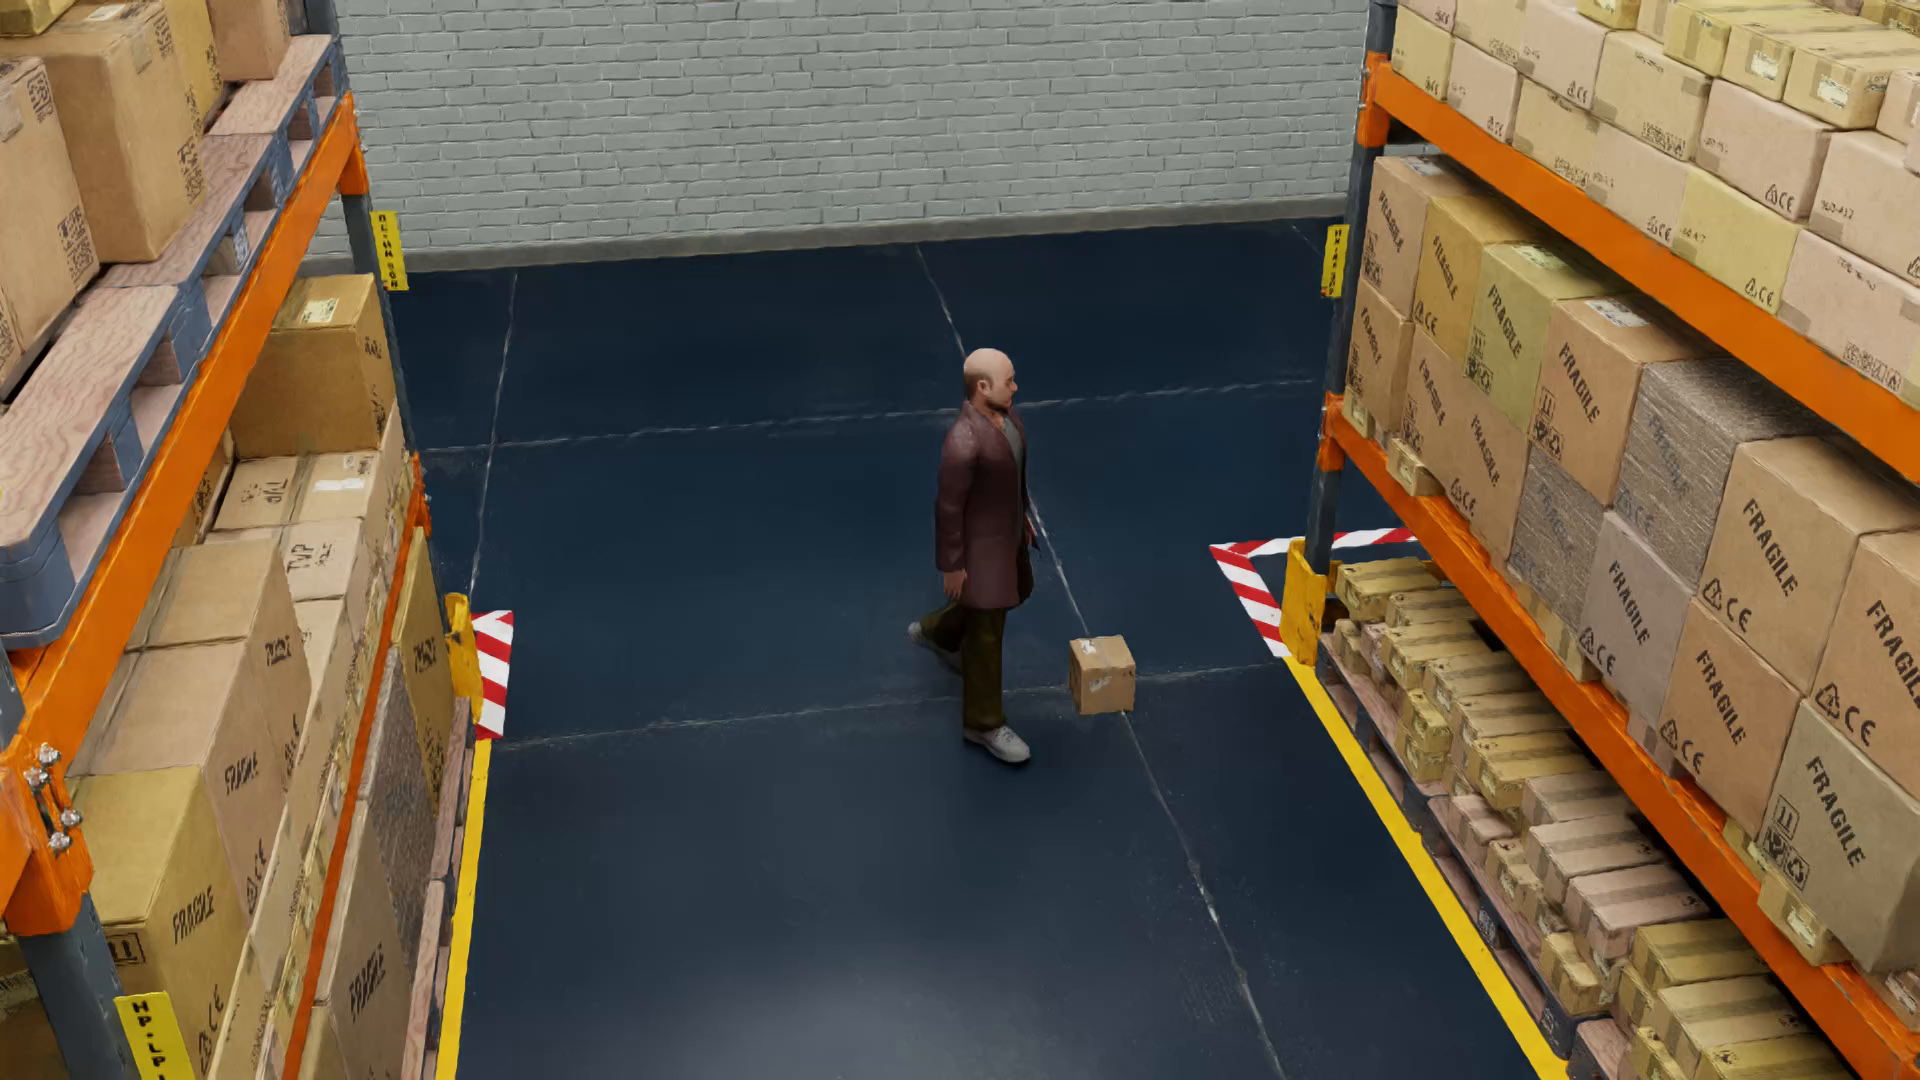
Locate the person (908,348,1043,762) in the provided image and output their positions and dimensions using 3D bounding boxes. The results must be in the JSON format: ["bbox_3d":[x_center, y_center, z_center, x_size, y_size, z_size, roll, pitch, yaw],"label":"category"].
[{"bbox_3d":[0.062,0.002,7.109,0.704,1.770,0.695,9,31,15],"label":"person"}]
